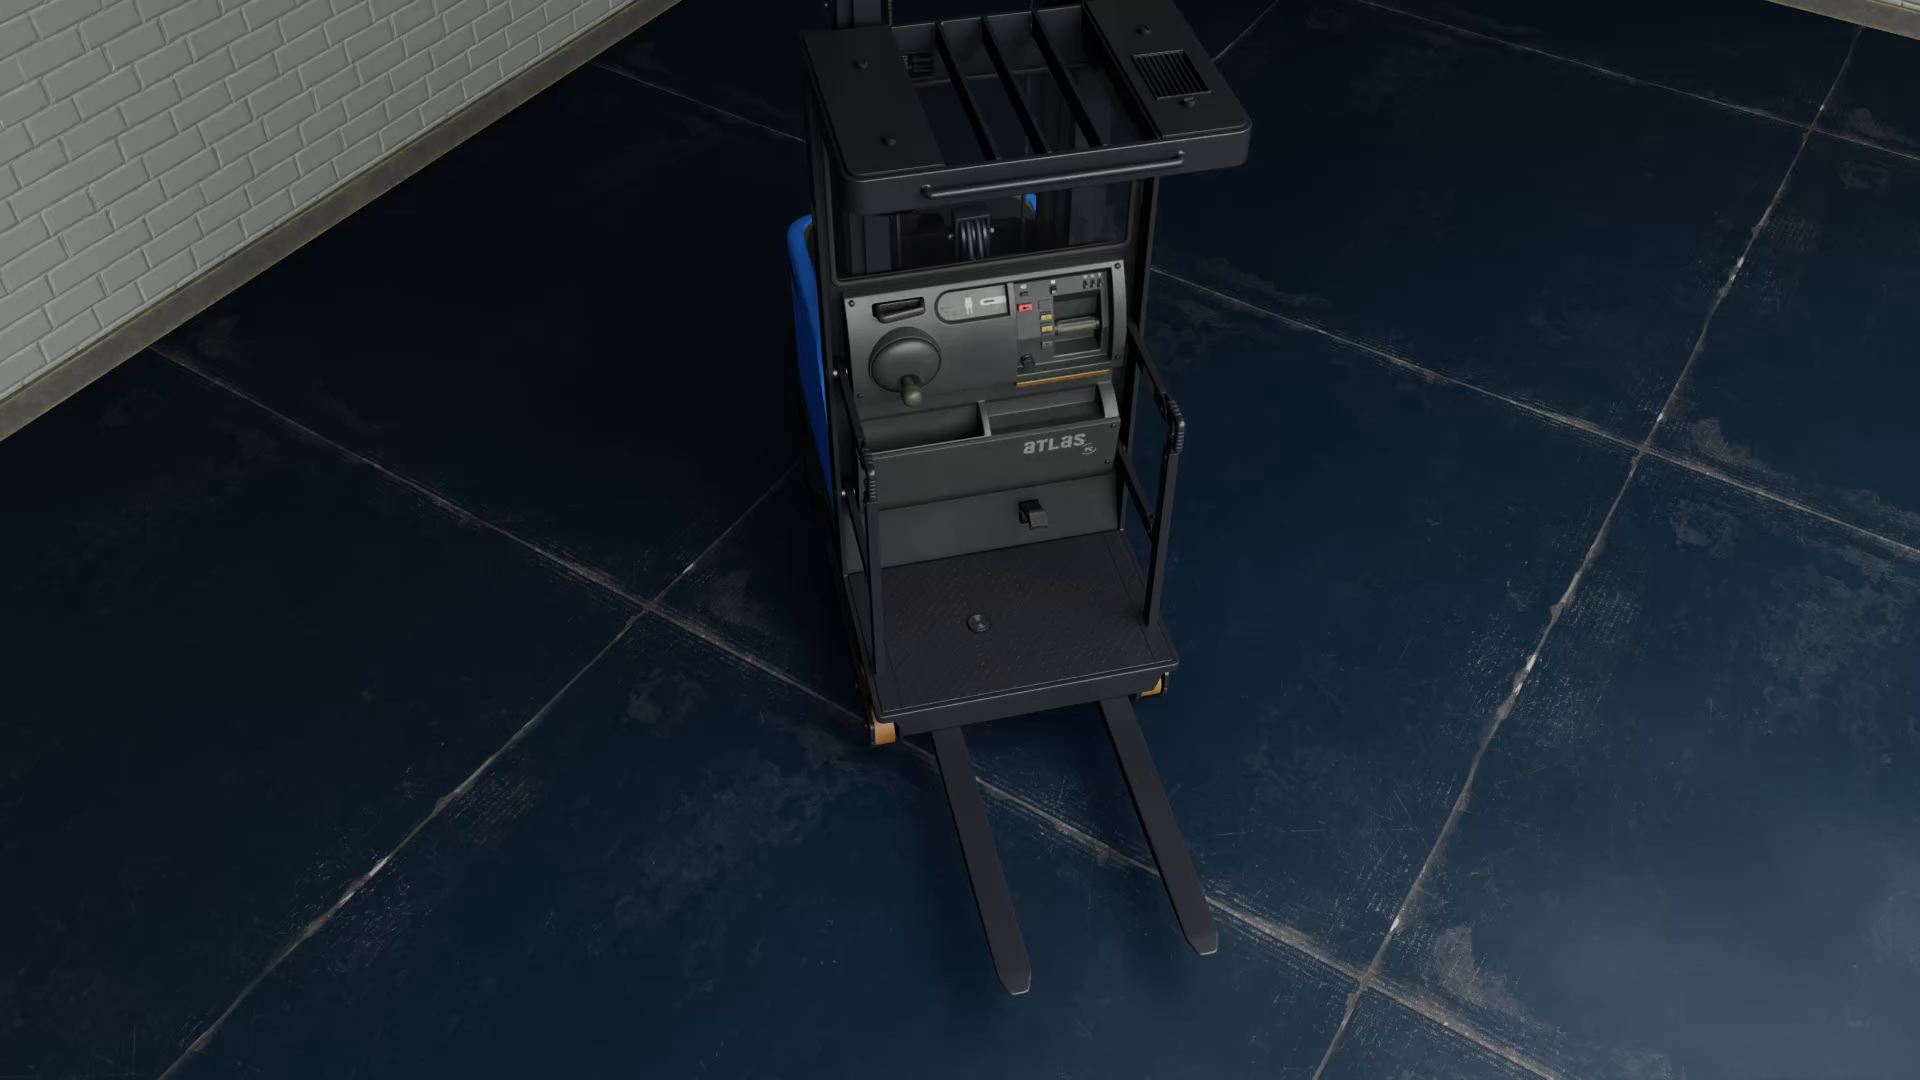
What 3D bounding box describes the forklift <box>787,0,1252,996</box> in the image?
[{"bbox_3d":[0.140,-0.585,5.275,1.130,2.935,3.031,-9,47,-9],"label":"forklift"}]
